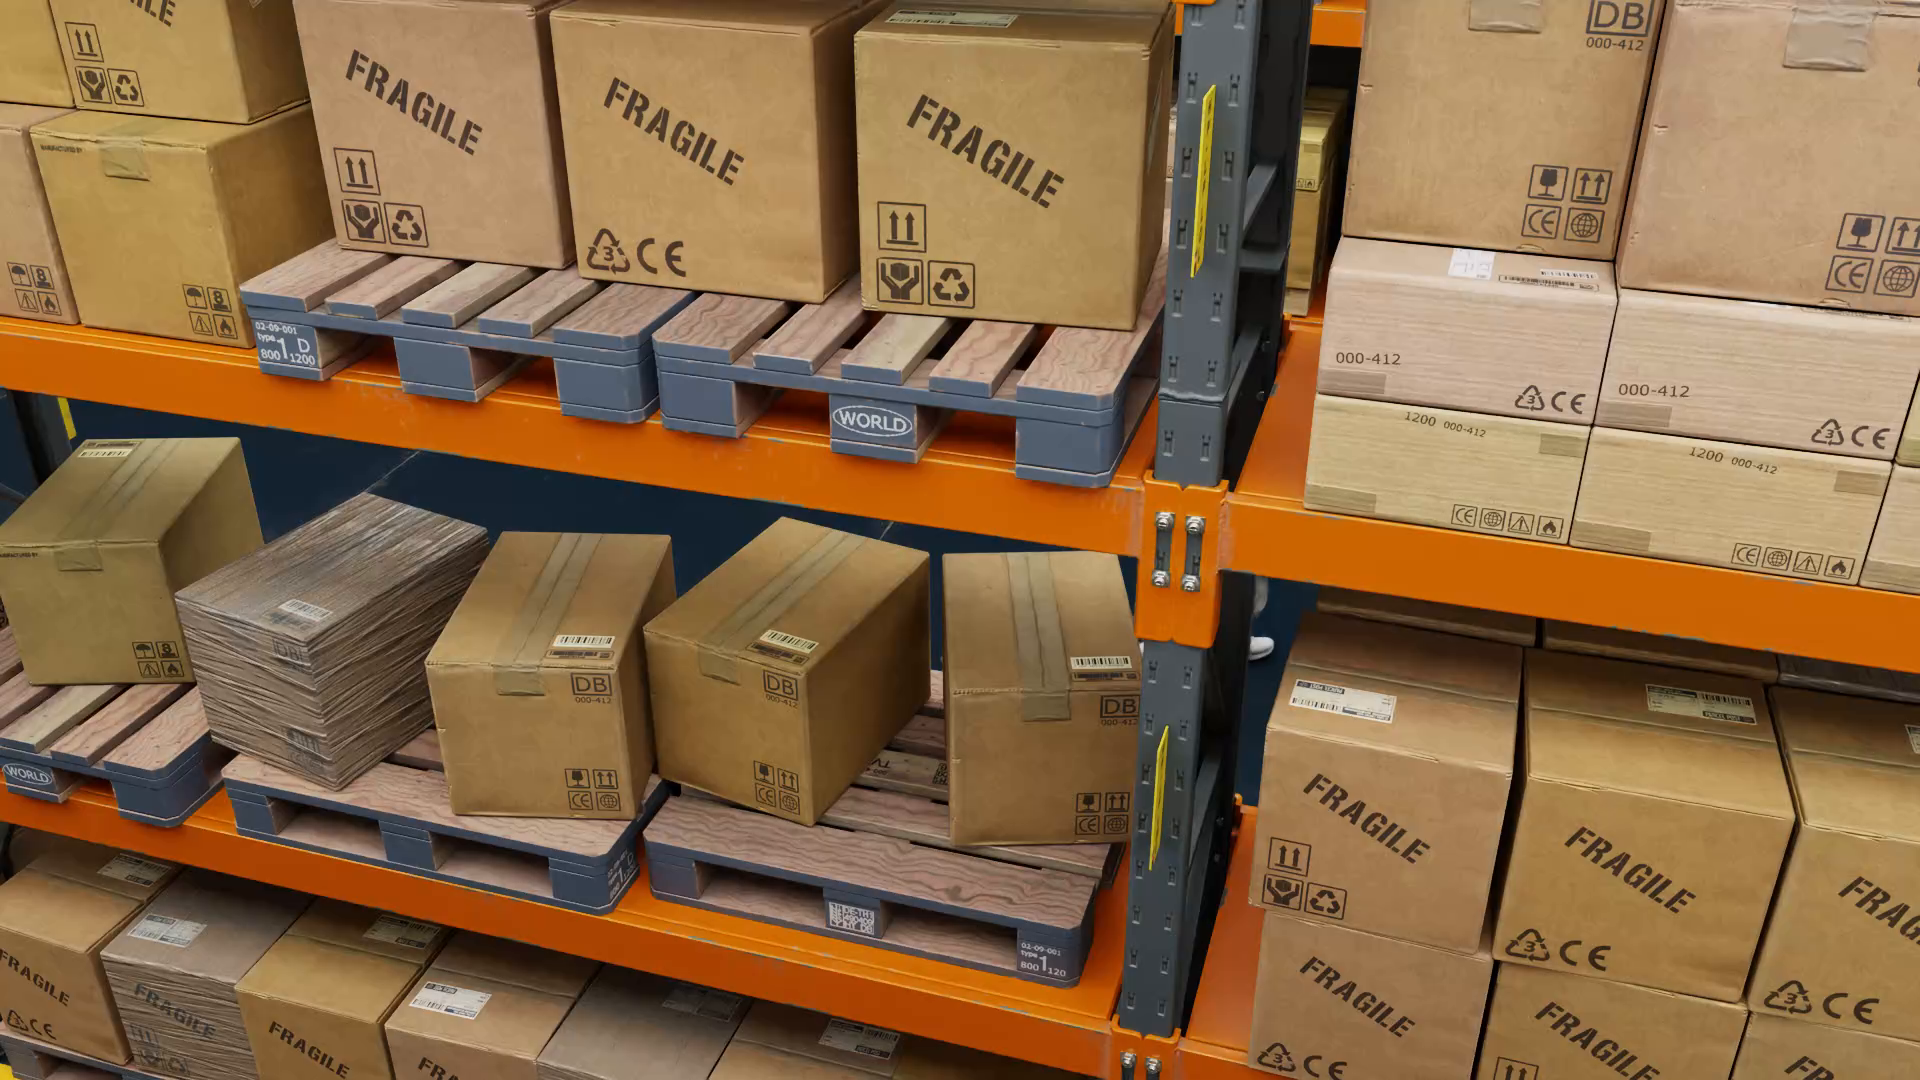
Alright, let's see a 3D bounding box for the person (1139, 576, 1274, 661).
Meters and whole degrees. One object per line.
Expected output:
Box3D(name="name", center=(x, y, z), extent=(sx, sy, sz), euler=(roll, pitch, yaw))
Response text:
Box3D(name="person", center=(1.150, -0.136, 7.352), extent=(0.743, 1.762, 0.645), euler=(-3, 29, -6))
